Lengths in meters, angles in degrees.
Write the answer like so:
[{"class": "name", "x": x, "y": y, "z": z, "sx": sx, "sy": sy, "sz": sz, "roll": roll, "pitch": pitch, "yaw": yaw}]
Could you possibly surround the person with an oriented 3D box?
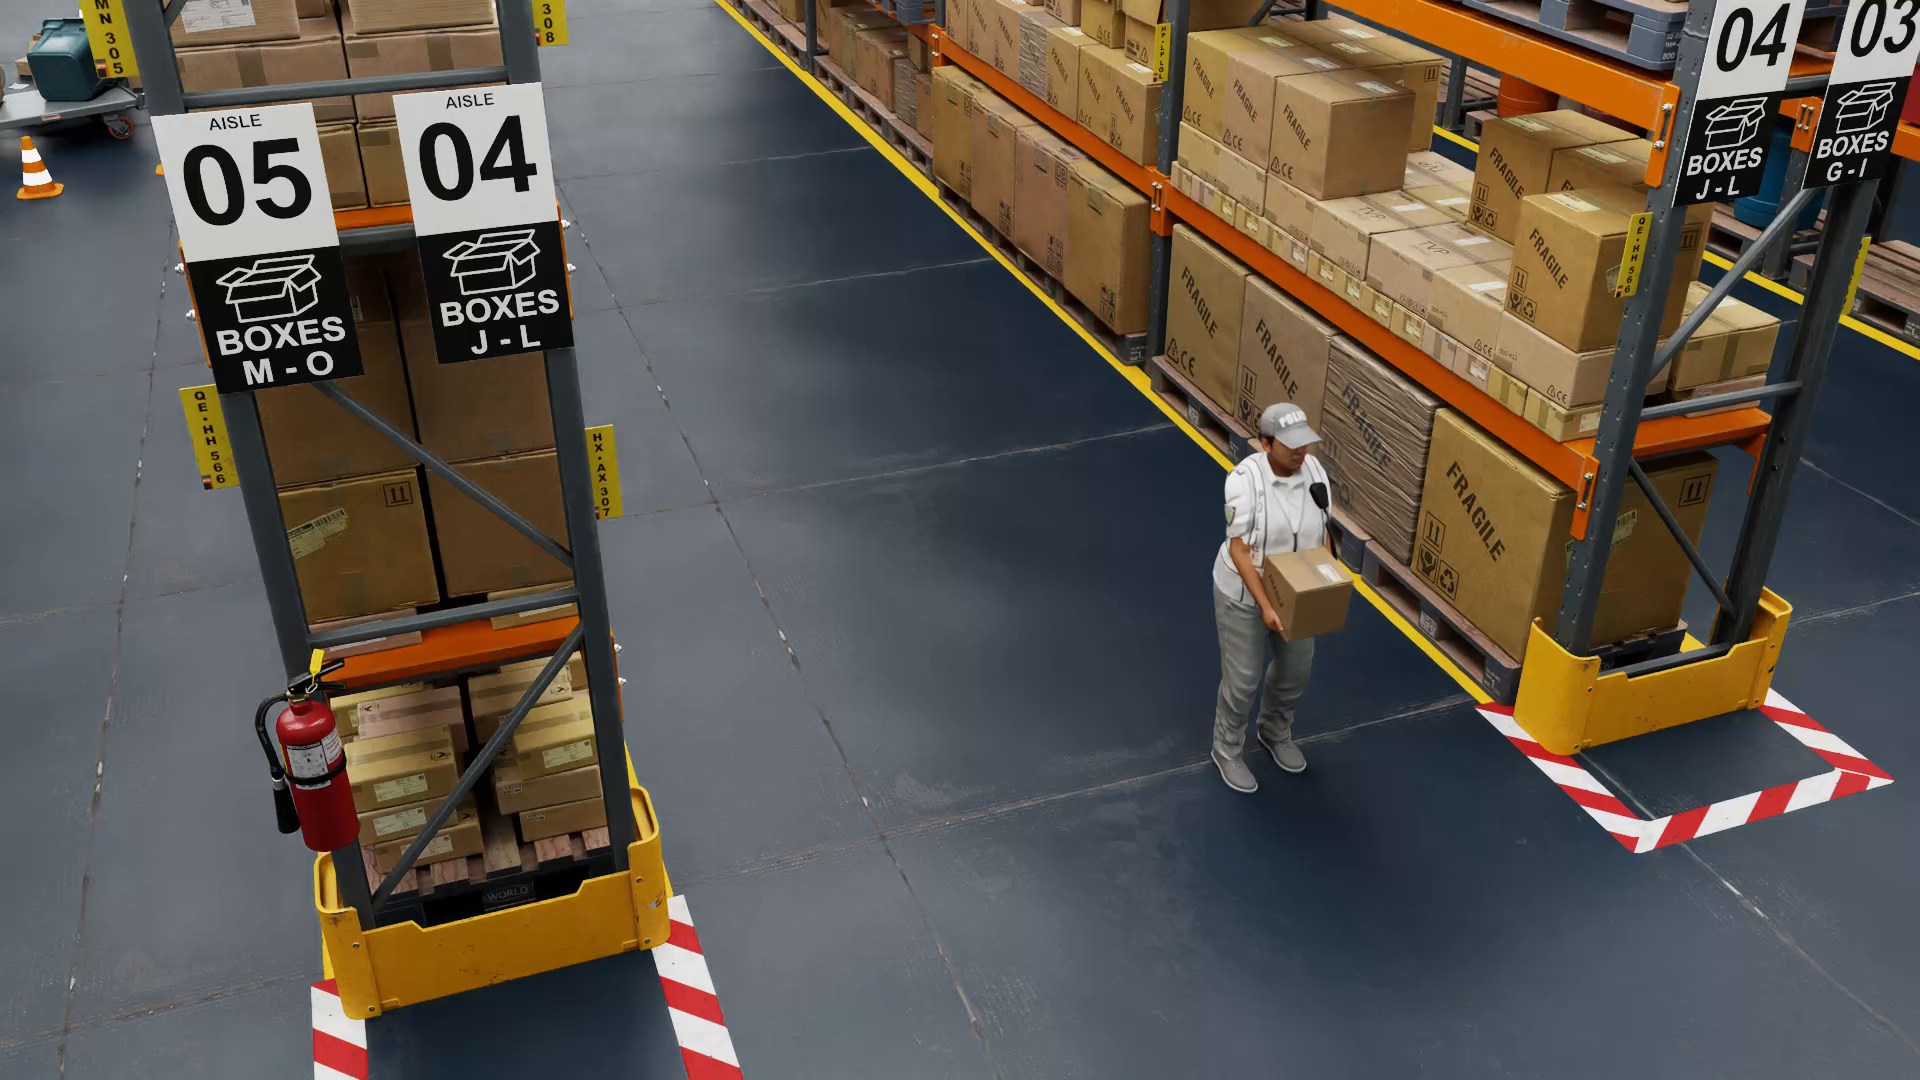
[{"class": "person", "x": 1.282, "y": 0.252, "z": 6.701, "sx": 0.453, "sy": 1.660, "sz": 0.543, "roll": -10, "pitch": 32, "yaw": -17}]
